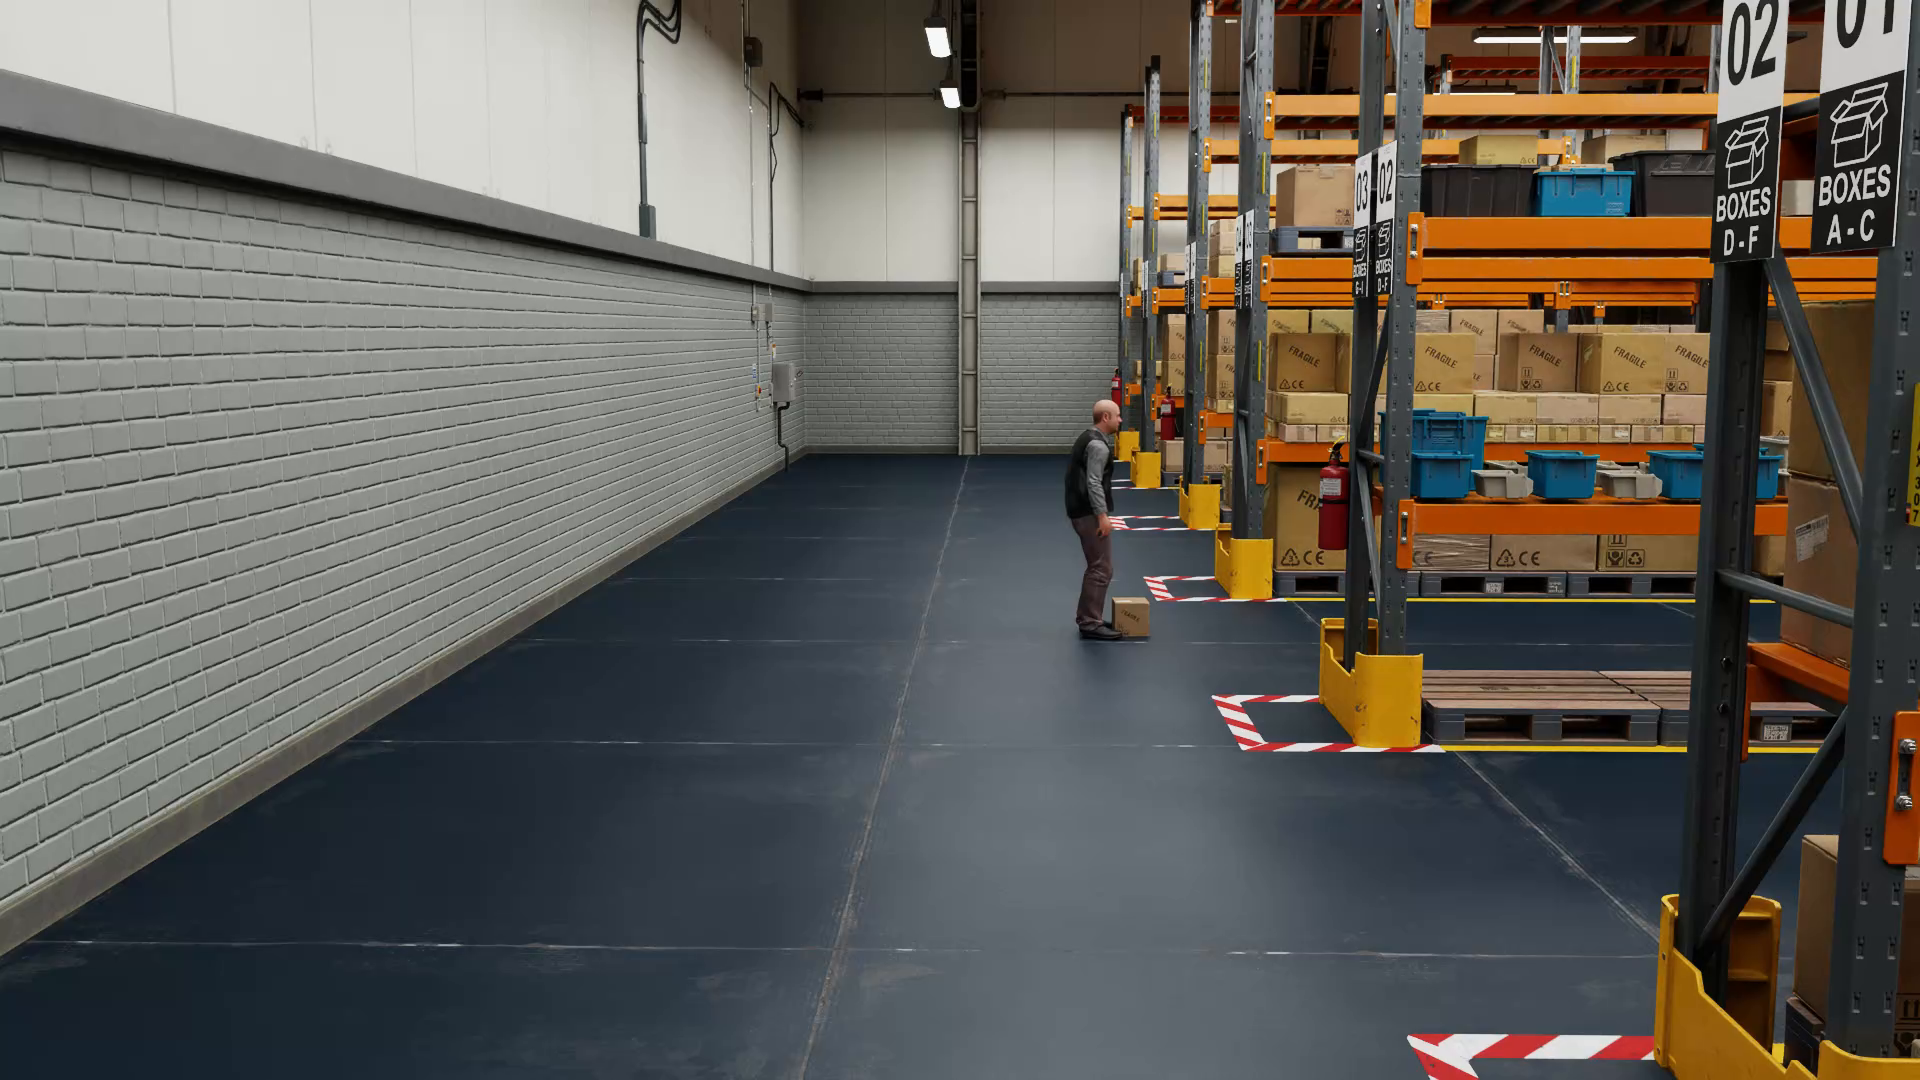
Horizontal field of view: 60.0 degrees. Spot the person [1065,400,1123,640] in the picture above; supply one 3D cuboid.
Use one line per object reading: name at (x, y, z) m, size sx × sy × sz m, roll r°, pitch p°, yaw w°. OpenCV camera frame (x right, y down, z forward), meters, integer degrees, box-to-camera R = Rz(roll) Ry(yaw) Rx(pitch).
person at (0.974, -0.162, 12.156) m, size 0.412 × 1.720 × 0.584 m, roll 0°, pitch 7°, yaw 1°
